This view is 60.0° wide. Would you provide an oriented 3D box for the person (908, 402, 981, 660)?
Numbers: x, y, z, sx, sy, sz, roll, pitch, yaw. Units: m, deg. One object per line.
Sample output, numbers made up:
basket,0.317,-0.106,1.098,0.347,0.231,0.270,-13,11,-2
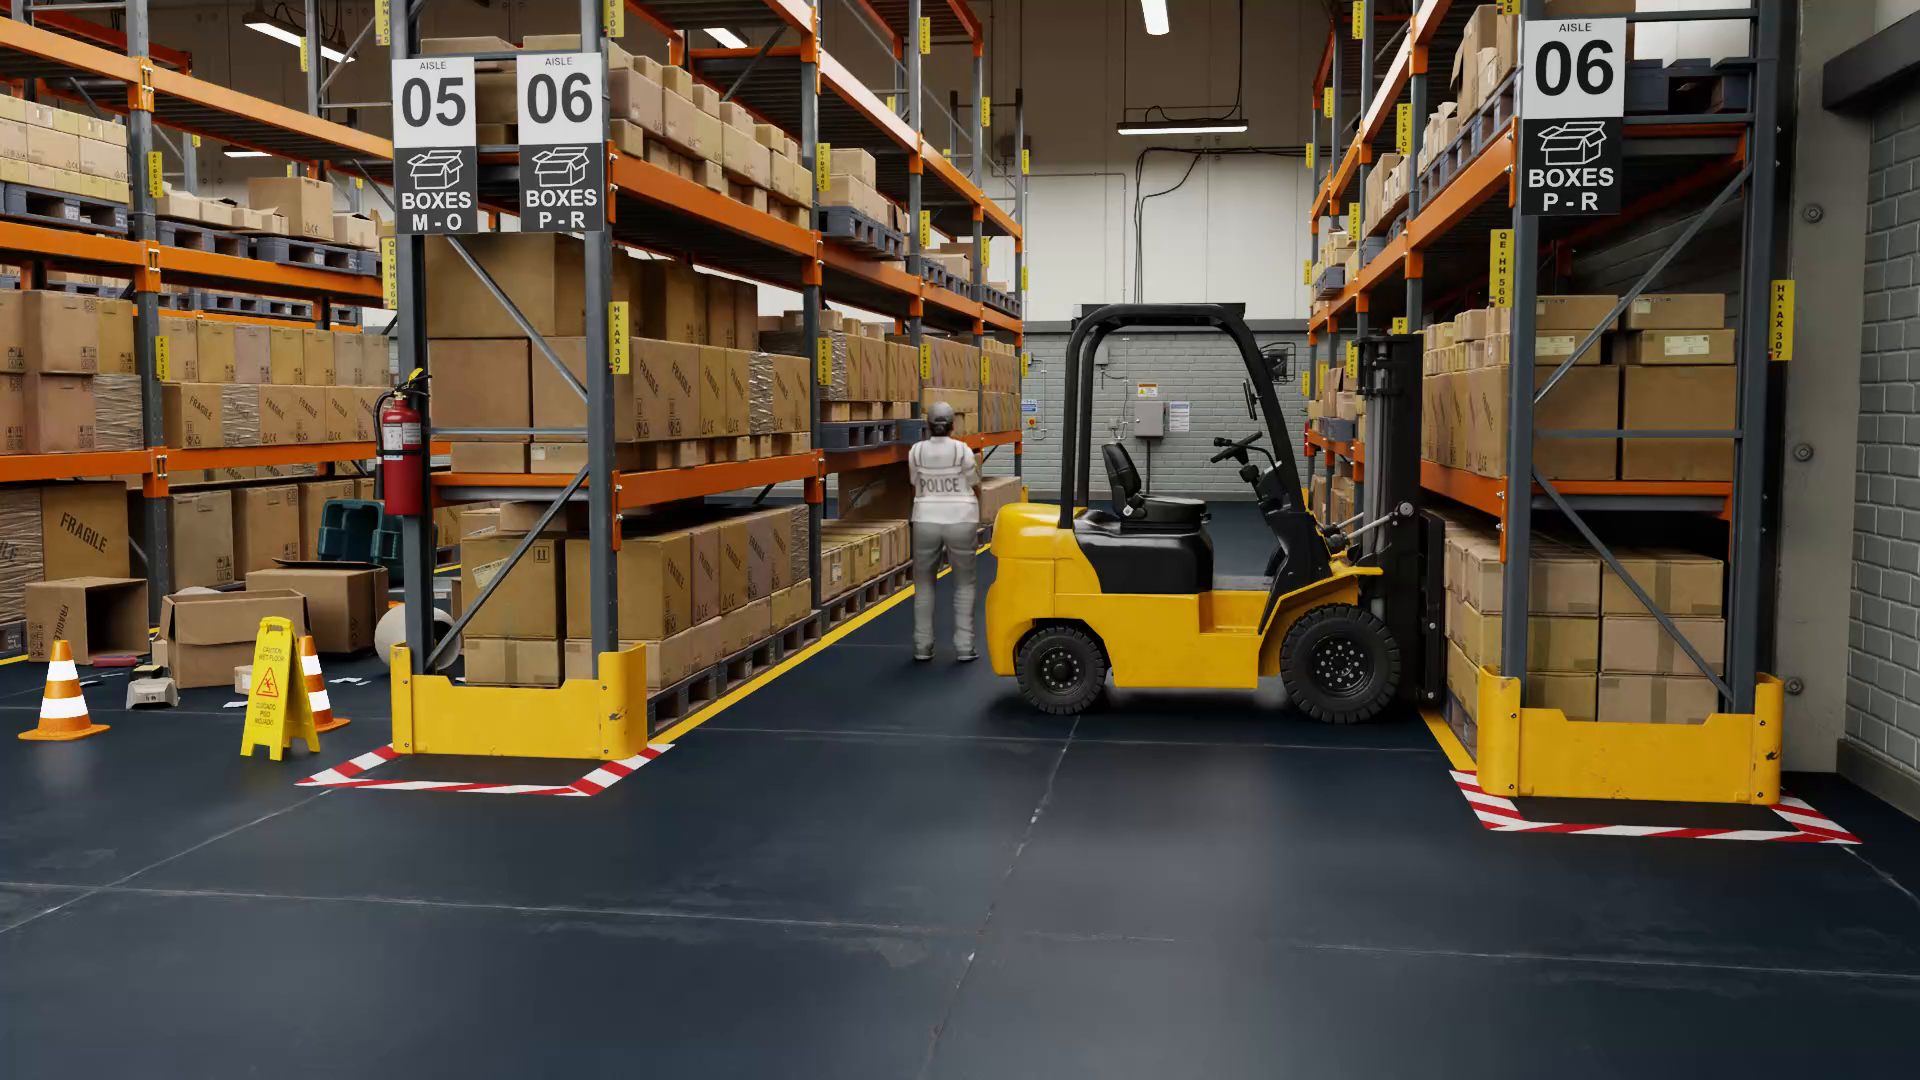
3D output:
person,-0.091,-0.060,10.707,0.455,1.657,0.542,1,5,9
